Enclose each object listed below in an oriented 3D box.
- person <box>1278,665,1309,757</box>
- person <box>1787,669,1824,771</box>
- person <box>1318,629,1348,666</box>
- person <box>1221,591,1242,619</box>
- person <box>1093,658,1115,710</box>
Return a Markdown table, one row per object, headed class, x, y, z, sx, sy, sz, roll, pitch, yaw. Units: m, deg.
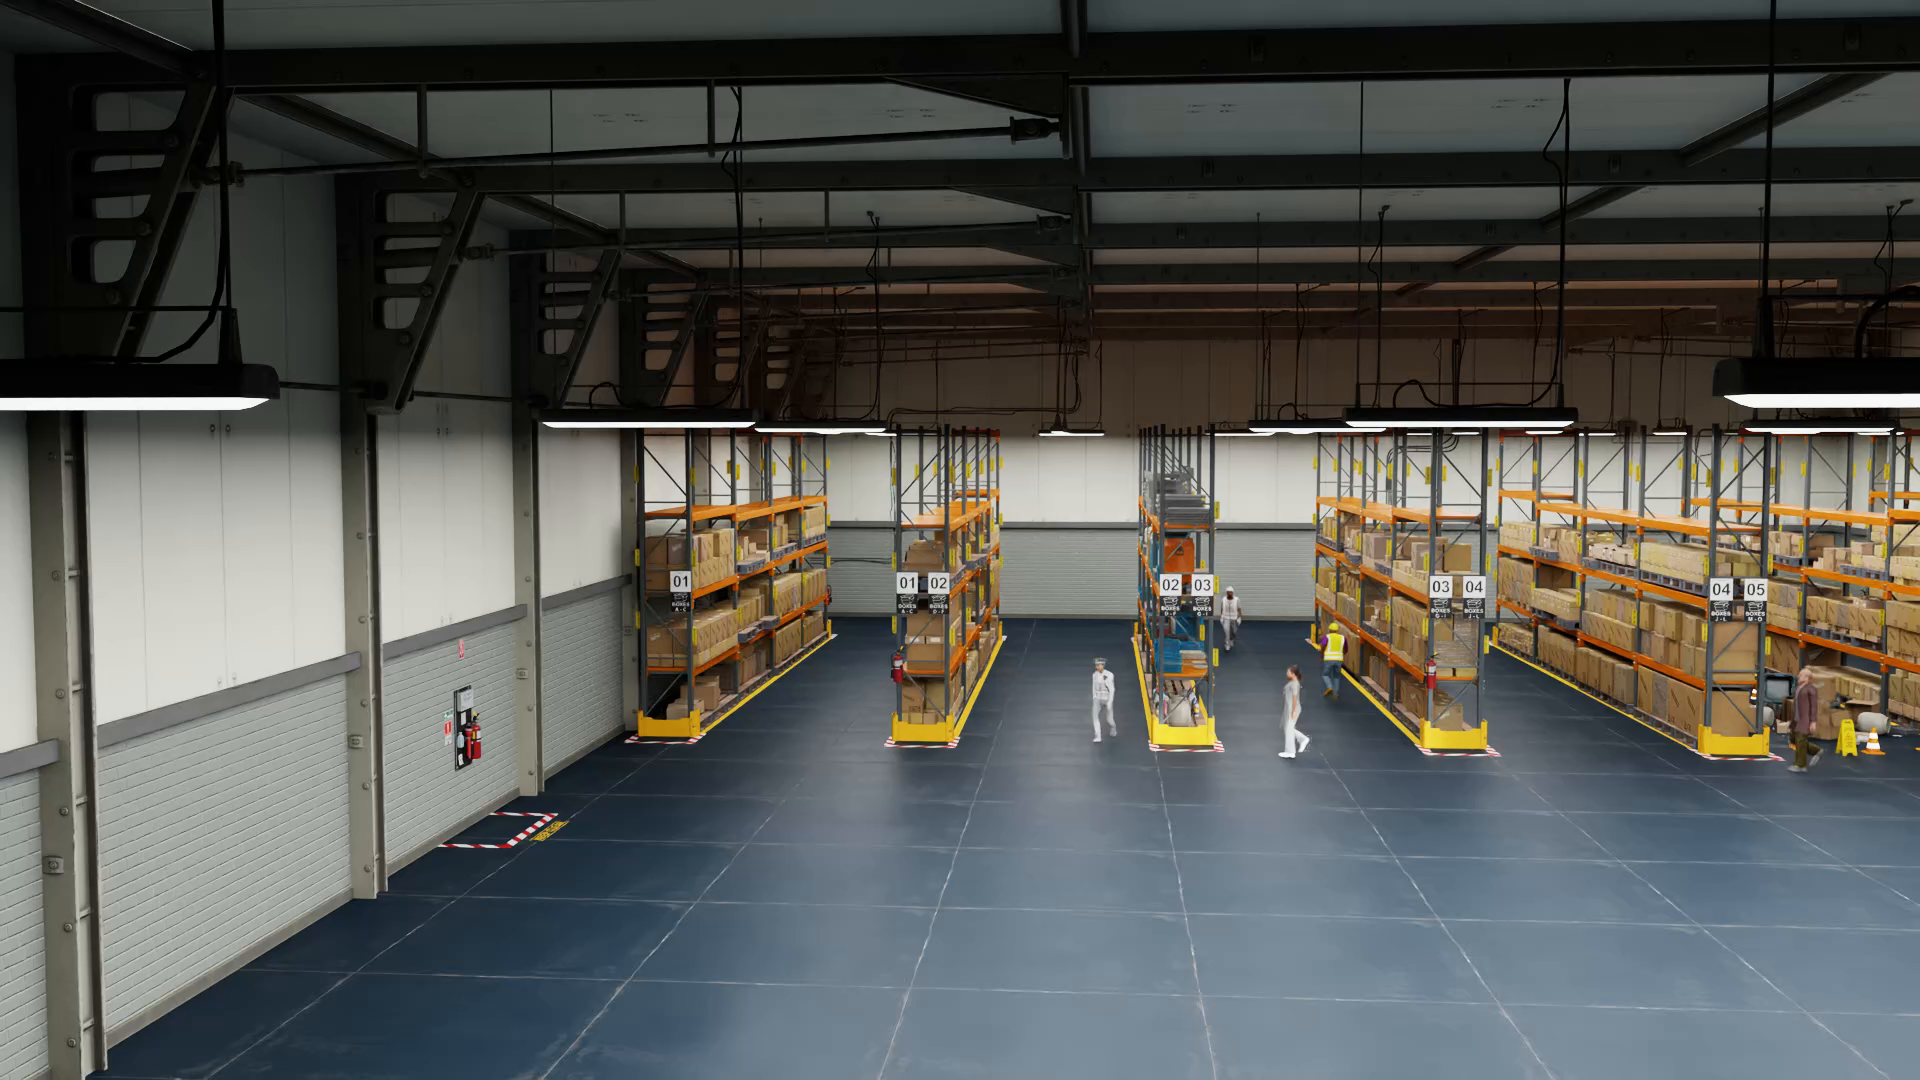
| class | x | y | z | sx | sy | sz | roll | pitch | yaw |
| --- | --- | --- | --- | --- | --- | --- | --- | --- | --- |
| person | 6.003 | 3.057 | 29.813 | 0.609 | 1.654 | 0.470 | -1 | 4 | -10 |
| person | 14.561 | 3.094 | 28.566 | 0.766 | 1.741 | 0.542 | -1 | 4 | -9 |
| person | 8.235 | 2.325 | 36.741 | 0.663 | 0.886 | 0.609 | 0 | 3 | 5 |
| person | 7.320 | 1.807 | 44.851 | 0.534 | 1.037 | 0.390 | 0 | 3 | 1 |
| person | 2.714 | 2.740 | 31.611 | 0.478 | 0.999 | 0.371 | 1 | 4 | 23 |
